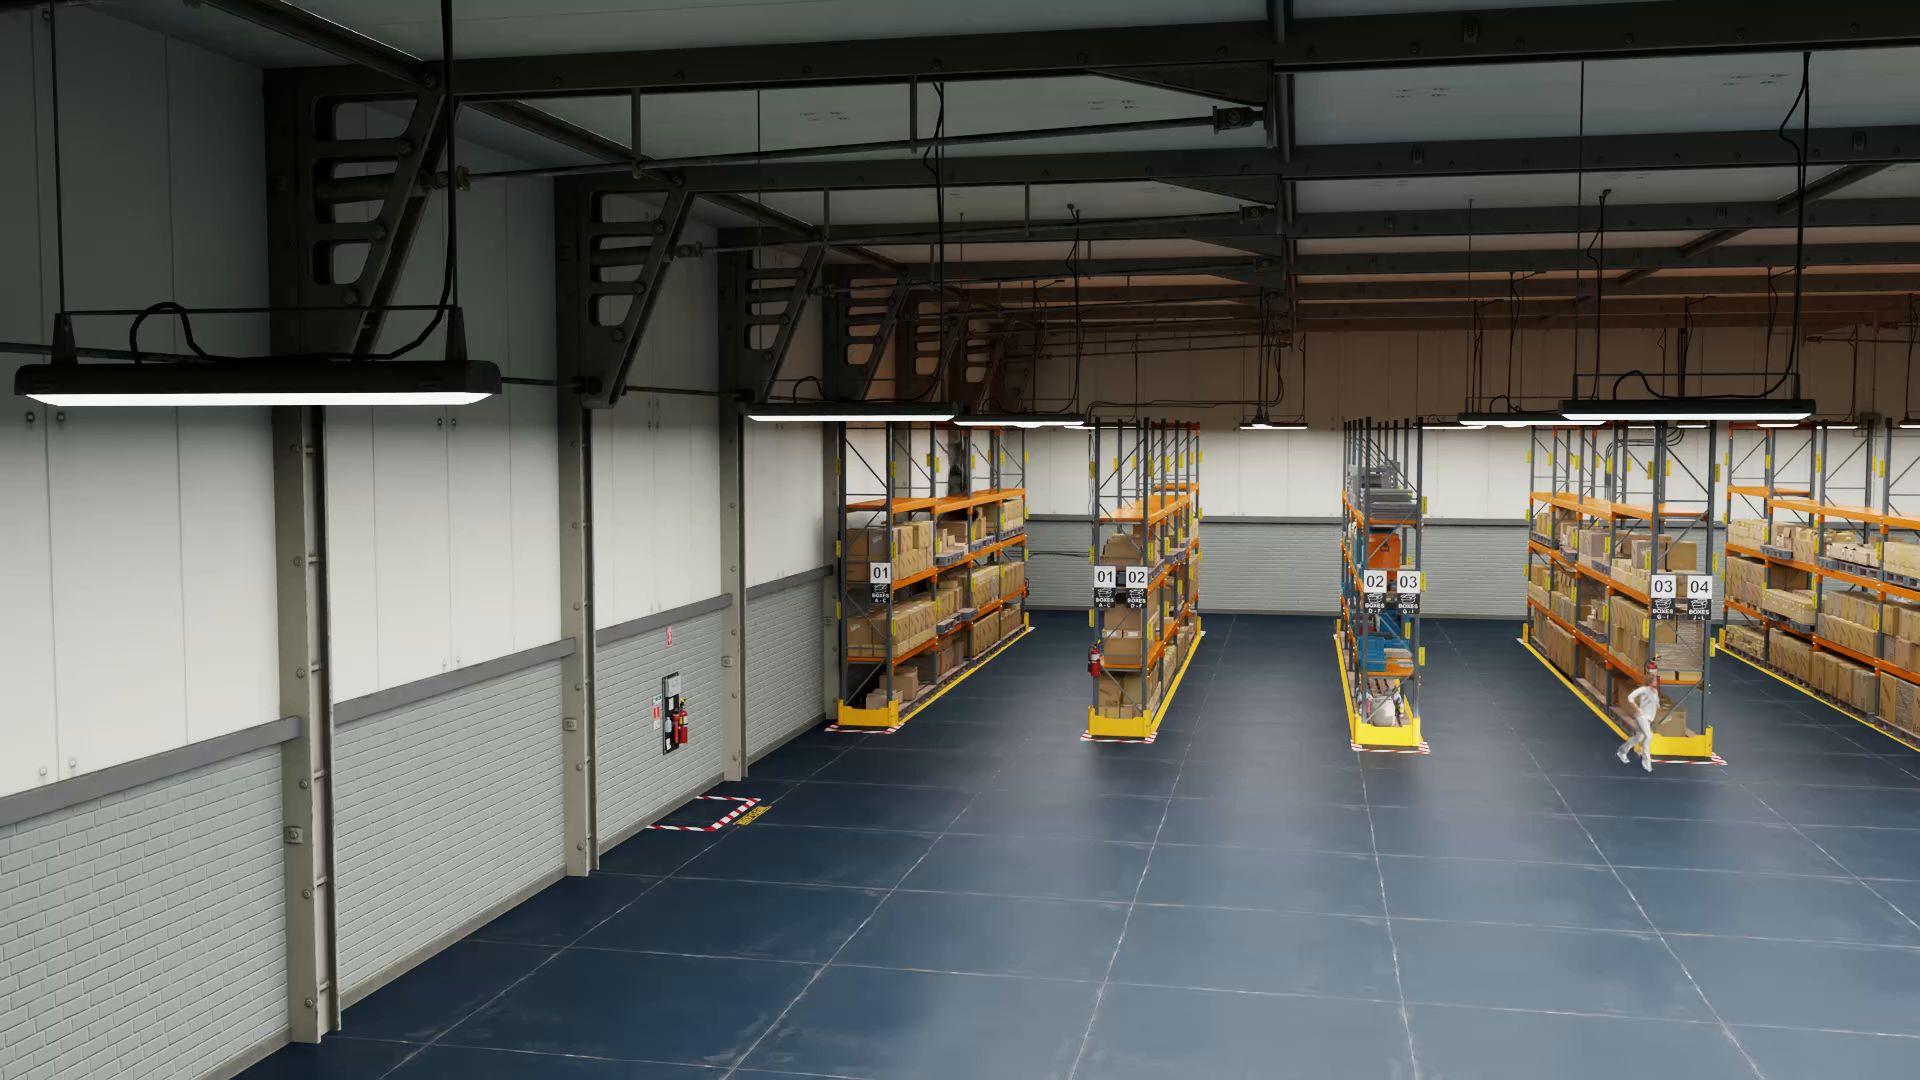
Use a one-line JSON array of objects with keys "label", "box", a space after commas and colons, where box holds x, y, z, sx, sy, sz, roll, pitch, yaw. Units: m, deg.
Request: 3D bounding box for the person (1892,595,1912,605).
[{"label": "person", "box": [25.167, 2.010, 44.505, 0.821, 1.687, 0.613, 1, 4, 19]}]

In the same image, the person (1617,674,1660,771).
[{"label": "person", "box": [11.687, 3.096, 28.516, 0.561, 1.624, 0.723, -3, 5, -38]}]
